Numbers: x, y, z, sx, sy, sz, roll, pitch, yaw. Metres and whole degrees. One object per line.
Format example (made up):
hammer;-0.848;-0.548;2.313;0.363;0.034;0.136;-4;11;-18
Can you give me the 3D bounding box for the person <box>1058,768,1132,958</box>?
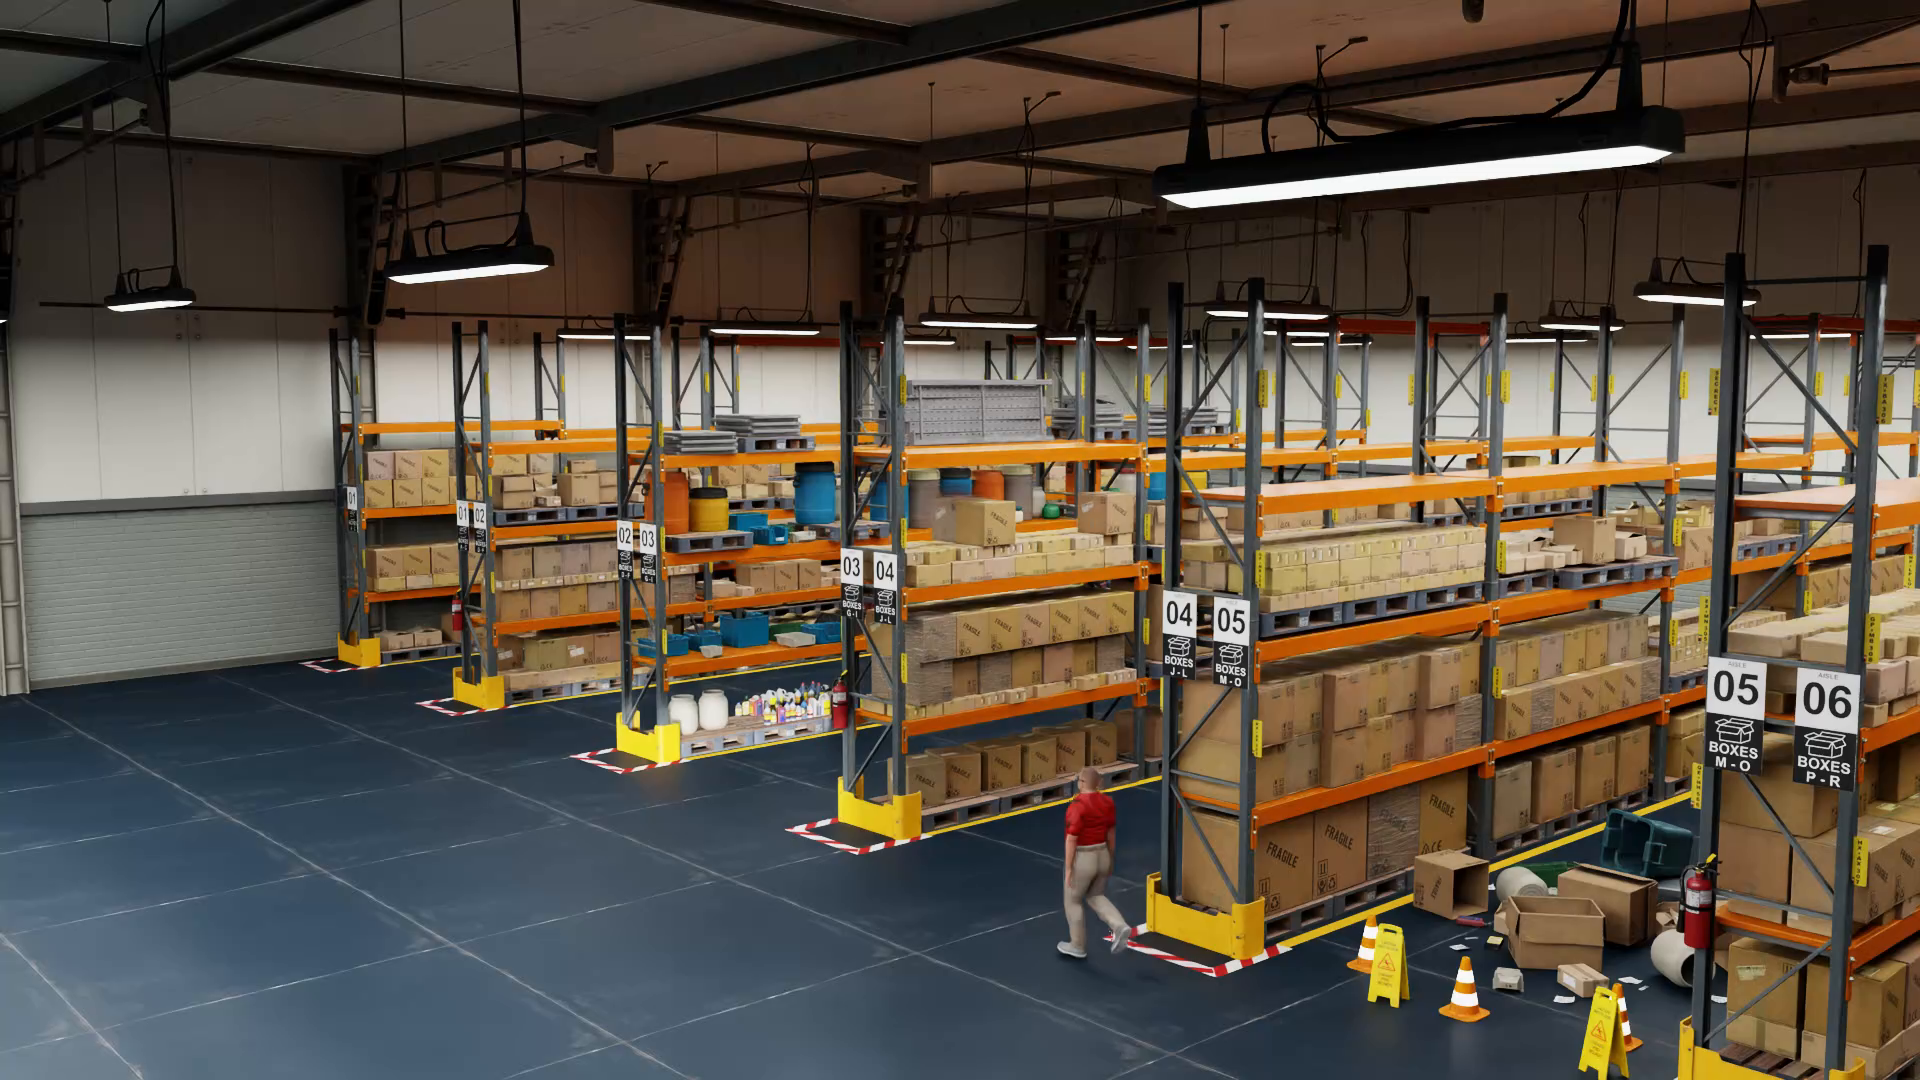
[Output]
person;1.164;2.847;14.667;0.549;1.703;0.688;-5;8;-43
